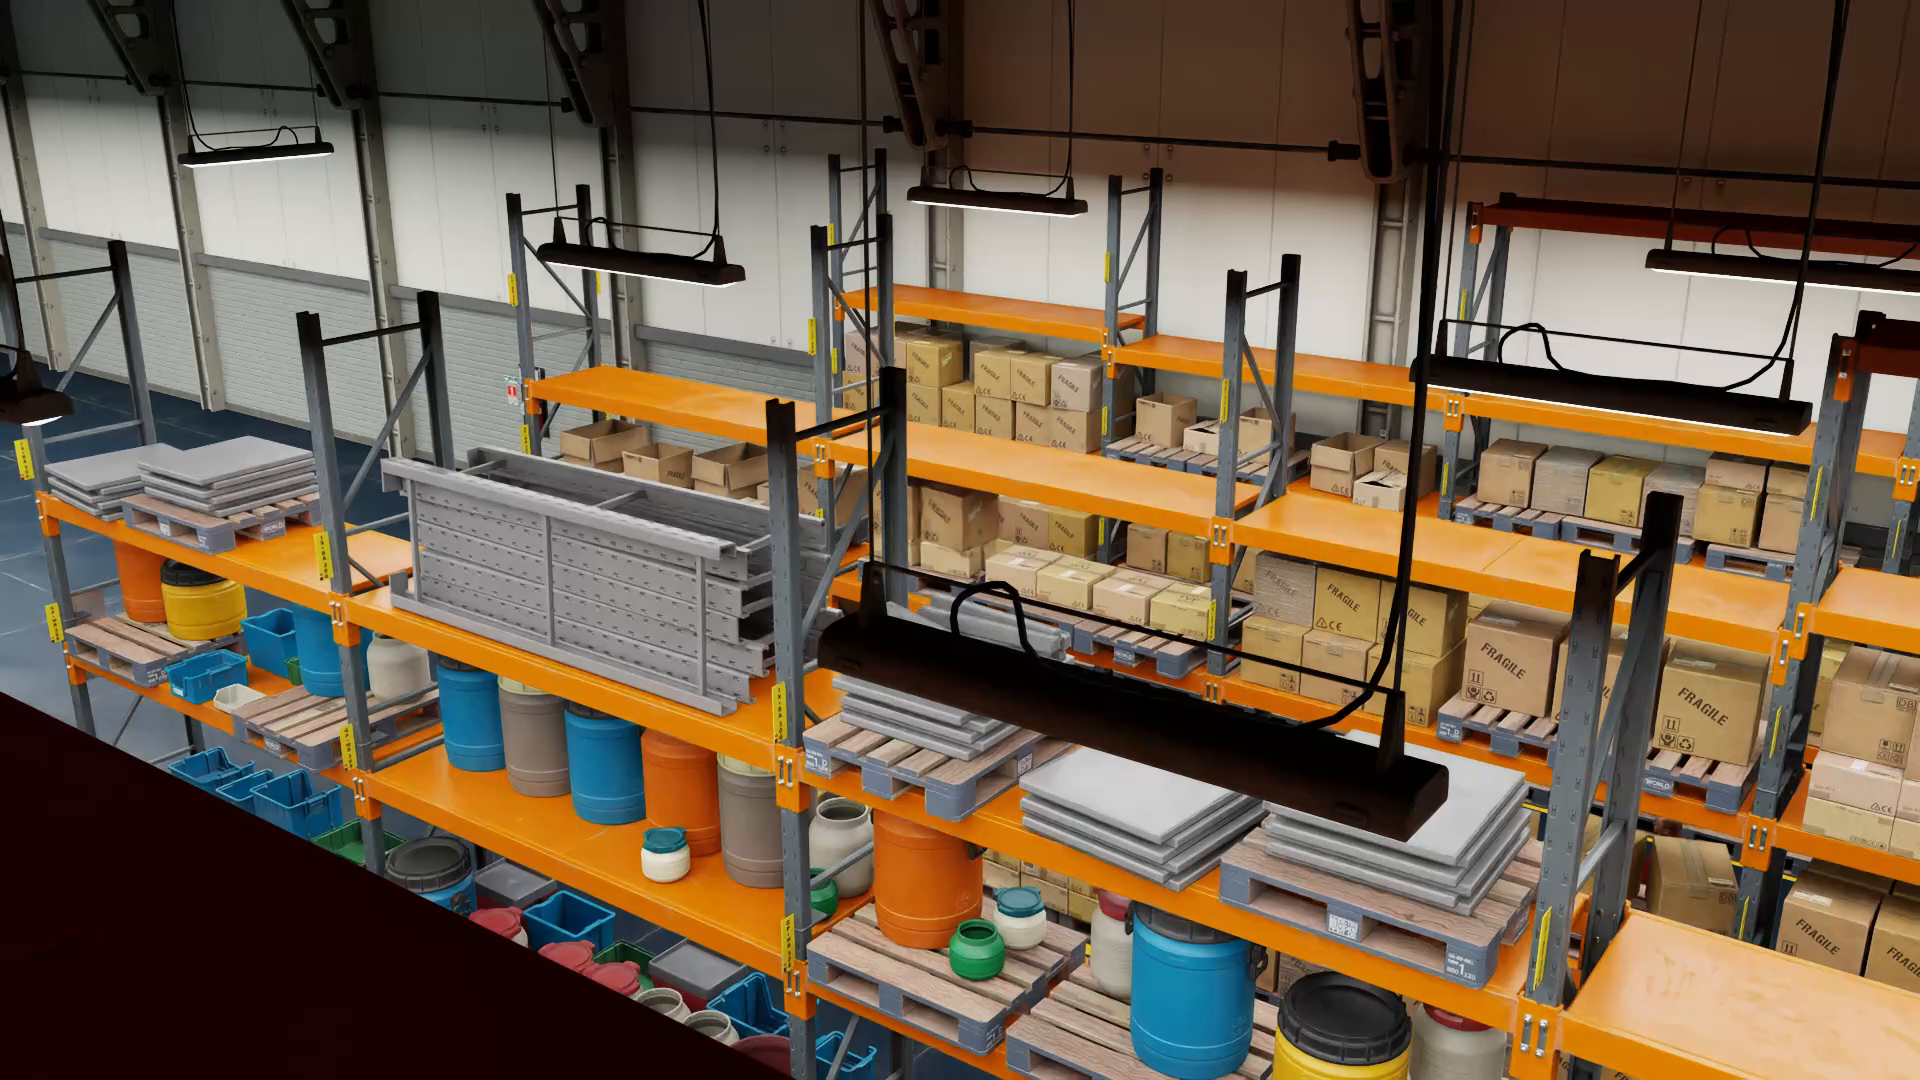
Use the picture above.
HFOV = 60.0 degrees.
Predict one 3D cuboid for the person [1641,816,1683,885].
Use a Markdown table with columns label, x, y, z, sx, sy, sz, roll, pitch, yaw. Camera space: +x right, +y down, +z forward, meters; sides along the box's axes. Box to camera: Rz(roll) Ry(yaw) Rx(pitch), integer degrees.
| label | x | y | z | sx | sy | sz | roll | pitch | yaw |
| --- | --- | --- | --- | --- | --- | --- | --- | --- | --- |
| person | 5.654 | 2.965 | 13.569 | 1.078 | 1.660 | 0.582 | 12 | 22 | 31 |
